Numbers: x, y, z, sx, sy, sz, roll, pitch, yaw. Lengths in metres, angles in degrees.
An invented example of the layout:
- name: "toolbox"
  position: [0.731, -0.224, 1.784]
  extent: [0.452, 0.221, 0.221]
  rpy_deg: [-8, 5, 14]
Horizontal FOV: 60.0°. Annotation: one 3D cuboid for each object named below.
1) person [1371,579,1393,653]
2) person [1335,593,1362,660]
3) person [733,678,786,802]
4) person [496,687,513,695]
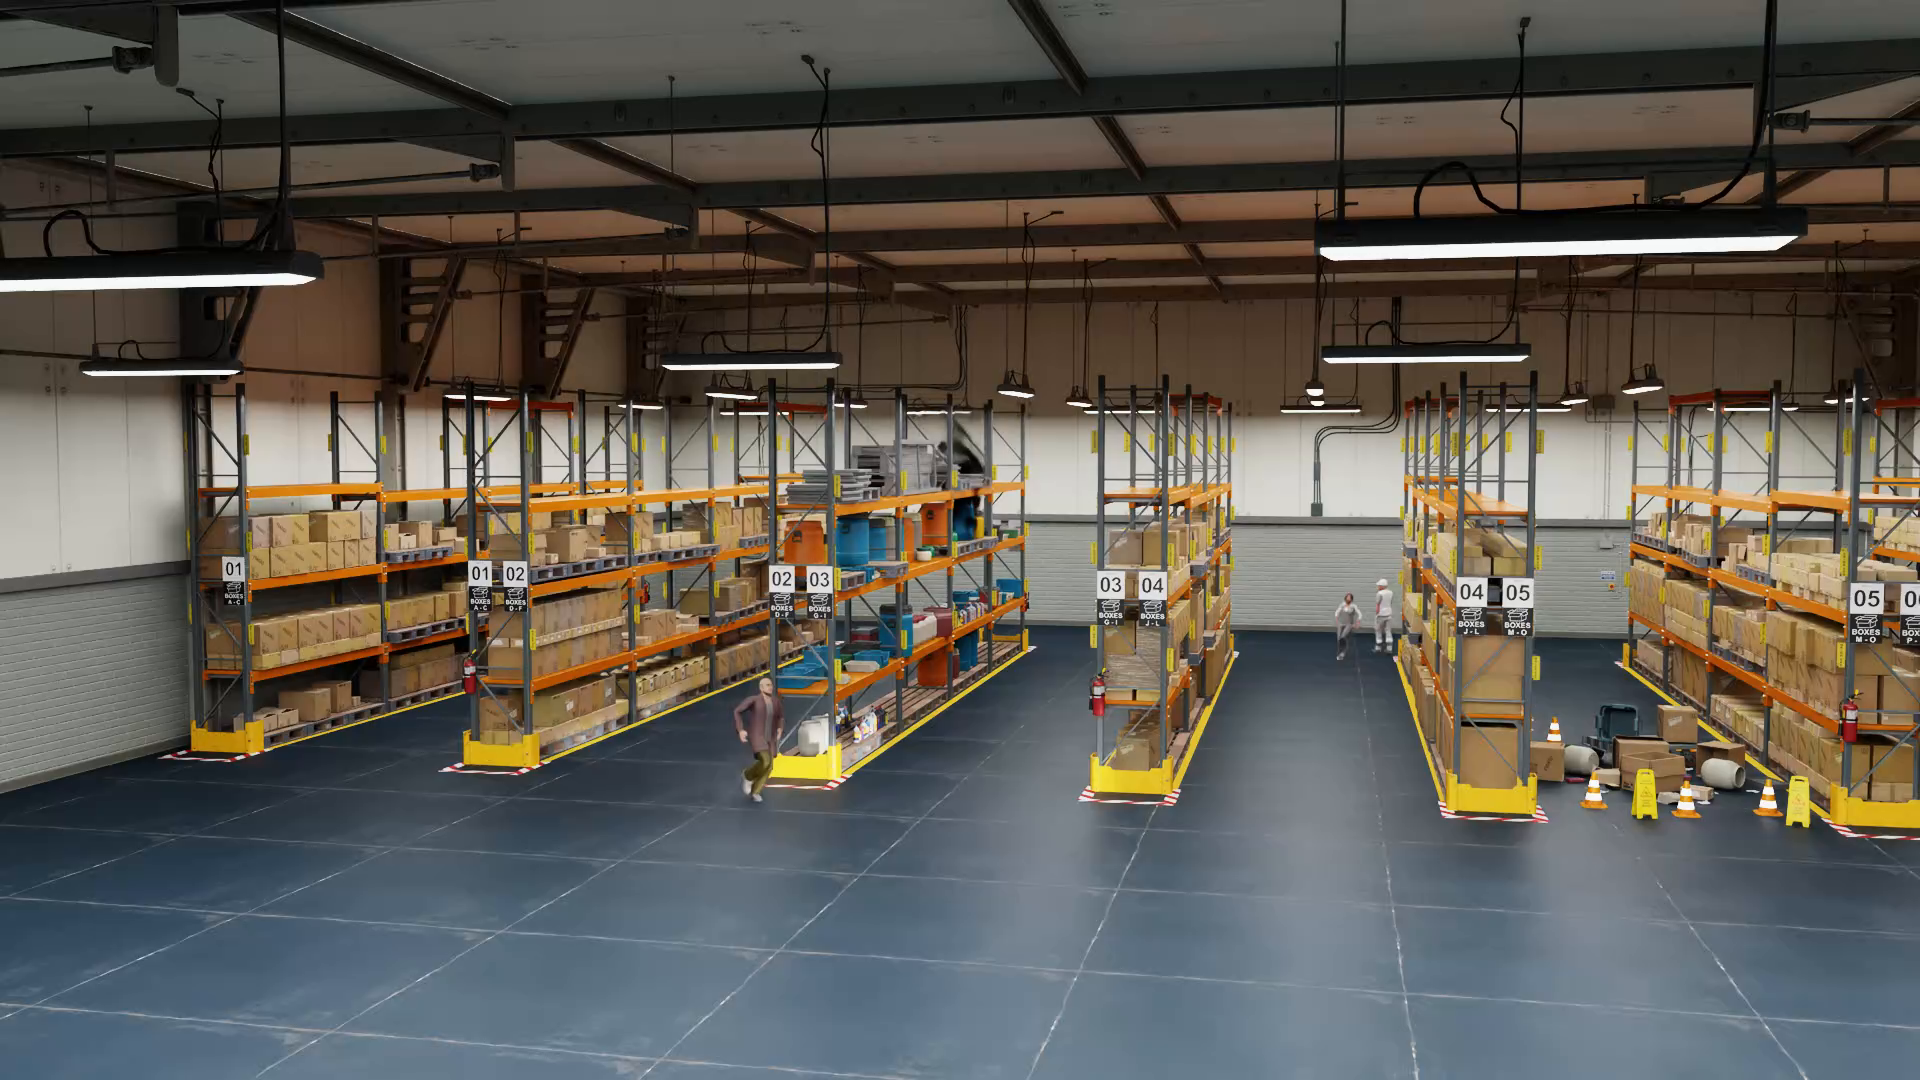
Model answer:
- name: "person"
  position: [10.063, 1.814, 39.852]
  extent: [0.571, 1.784, 0.644]
  rpy_deg: [-2, 4, -27]
- name: "person"
  position: [8.959, 2.036, 38.574]
  extent: [0.602, 1.510, 0.545]
  rpy_deg: [2, 4, 35]
- name: "person"
  position: [-2.751, 2.809, 23.428]
  extent: [0.758, 1.705, 0.575]
  rpy_deg: [-3, 5, -44]
- name: "person"
  position: [-8.019, 2.532, 29.441]
  extent: [0.549, 1.566, 0.781]
  rpy_deg: [1, 3, 9]
